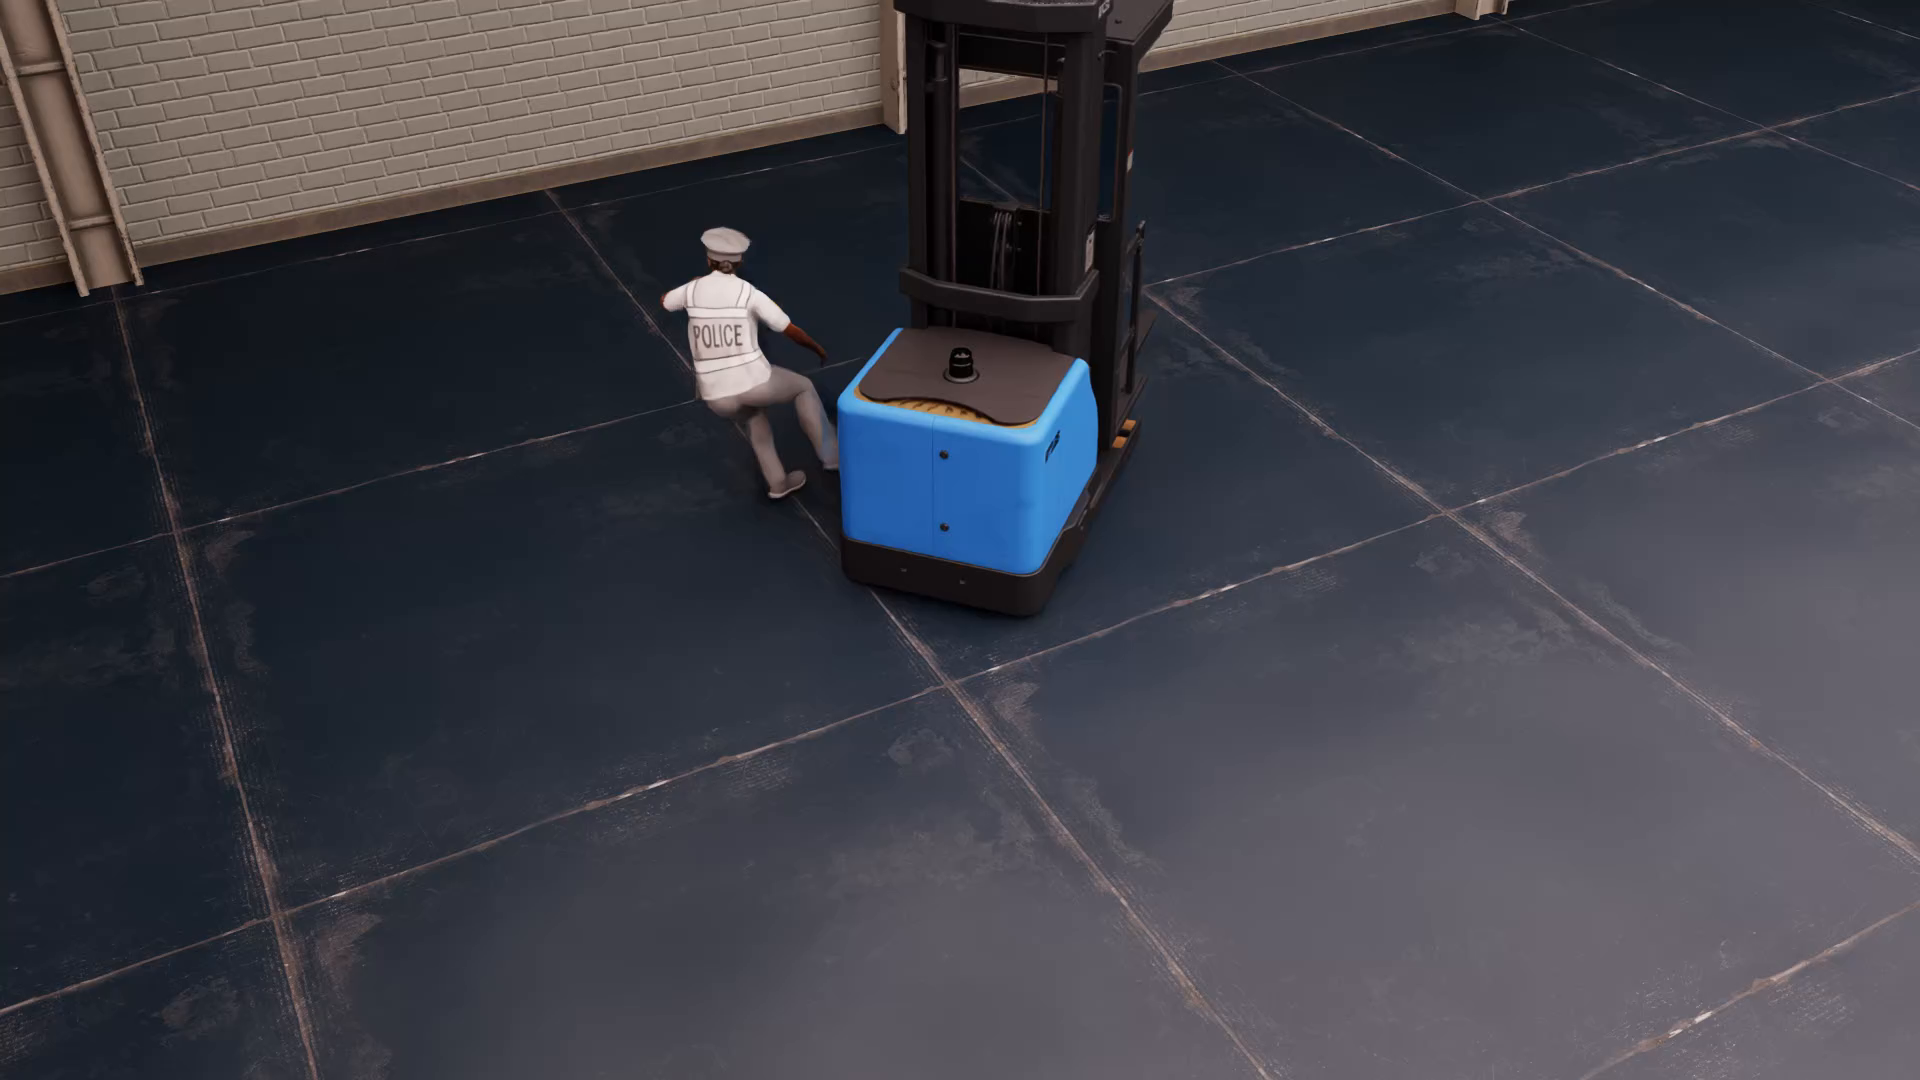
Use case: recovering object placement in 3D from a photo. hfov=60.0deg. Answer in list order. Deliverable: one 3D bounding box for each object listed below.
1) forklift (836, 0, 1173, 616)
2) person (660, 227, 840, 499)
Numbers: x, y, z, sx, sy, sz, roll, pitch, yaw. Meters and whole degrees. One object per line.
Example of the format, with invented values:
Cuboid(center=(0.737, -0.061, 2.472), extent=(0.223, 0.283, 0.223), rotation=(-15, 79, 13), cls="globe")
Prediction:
Cuboid(center=(0.385, -1.679, 8.499), extent=(1.130, 2.935, 3.031), rotation=(12, 37, 16), cls="forklift")
Cuboid(center=(-1.019, -0.959, 8.785), extent=(1.095, 1.416, 0.900), rotation=(-1, 35, -1), cls="person")
